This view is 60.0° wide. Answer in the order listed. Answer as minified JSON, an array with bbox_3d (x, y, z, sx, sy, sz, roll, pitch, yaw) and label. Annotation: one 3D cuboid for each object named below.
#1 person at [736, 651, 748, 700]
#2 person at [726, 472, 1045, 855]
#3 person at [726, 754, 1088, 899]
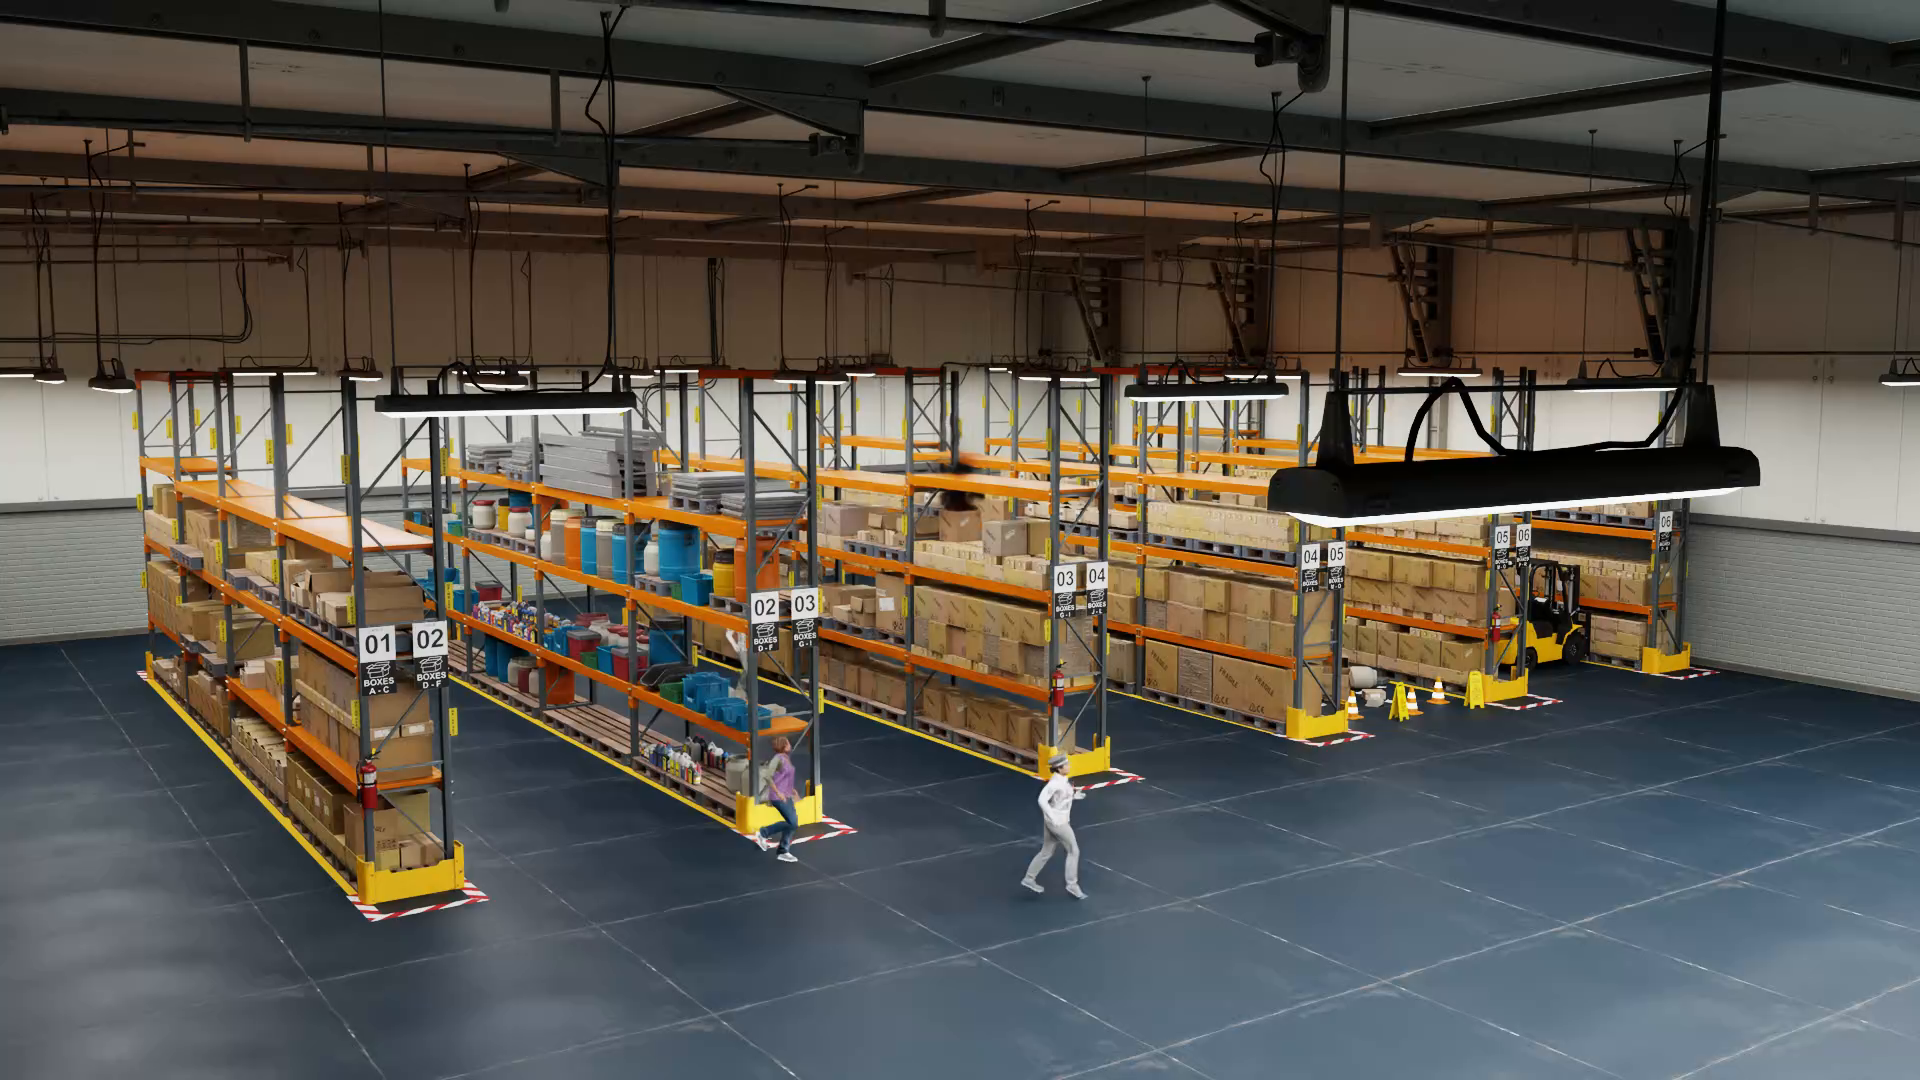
[{"bbox_3d":[-3.939,2.088,30.473,0.354,1.690,0.621,-5,8,-39],"label":"person"},{"bbox_3d":[-1.765,0.954,31.620,4.526,3.481,22.260,1,7,10],"label":"person"},{"bbox_3d":[-0.929,3.229,21.264,4.390,1.506,4.808,-1,6,-6],"label":"person"}]
